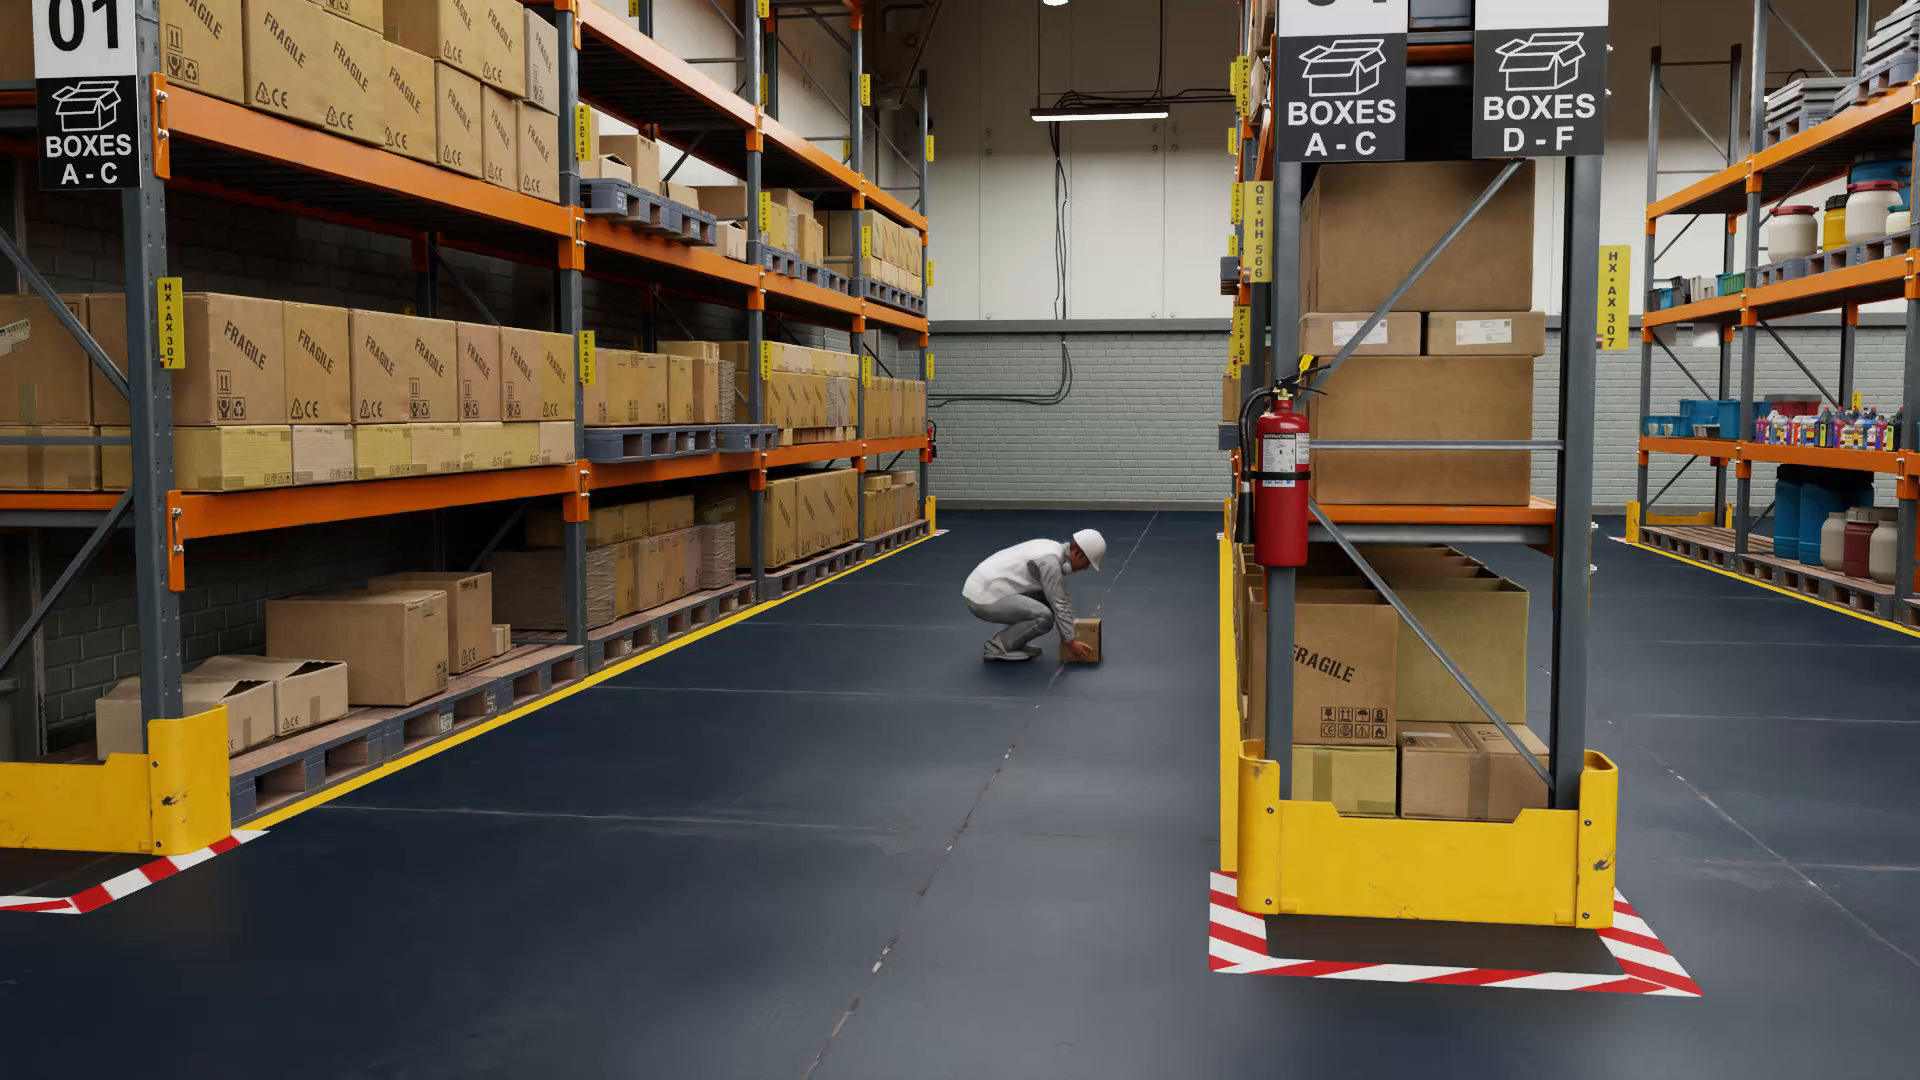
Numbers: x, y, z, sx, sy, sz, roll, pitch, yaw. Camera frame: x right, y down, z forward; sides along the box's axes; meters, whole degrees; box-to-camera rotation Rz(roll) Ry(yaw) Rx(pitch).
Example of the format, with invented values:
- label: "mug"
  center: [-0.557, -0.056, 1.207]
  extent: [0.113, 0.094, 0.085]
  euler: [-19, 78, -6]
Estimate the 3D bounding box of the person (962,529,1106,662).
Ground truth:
- label: "person"
  center: [0.488, 0.365, 10.897]
  extent: [0.925, 0.870, 0.529]
  euler: [1, 4, 9]
